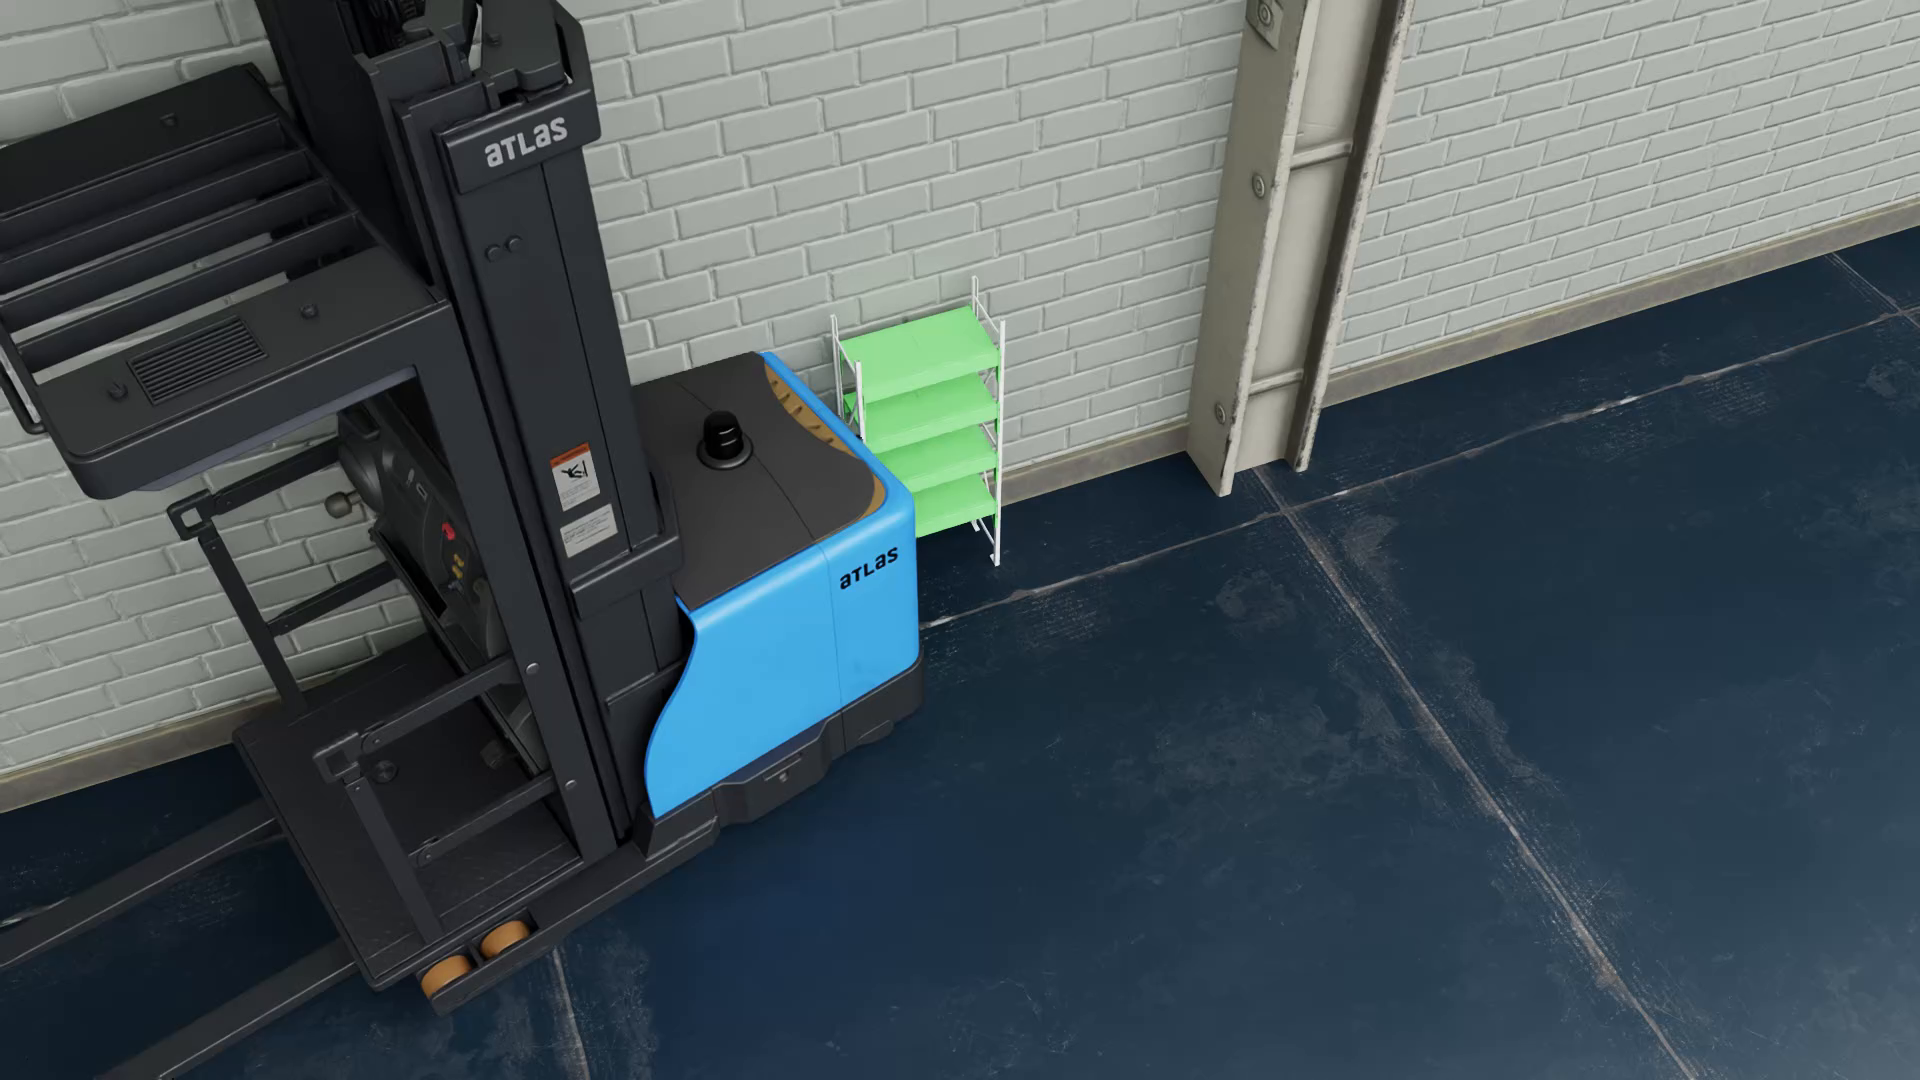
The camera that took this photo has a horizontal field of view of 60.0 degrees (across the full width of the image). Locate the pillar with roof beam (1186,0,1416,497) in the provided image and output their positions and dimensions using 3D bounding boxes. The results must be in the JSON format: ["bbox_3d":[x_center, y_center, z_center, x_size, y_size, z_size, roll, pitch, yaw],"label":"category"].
[{"bbox_3d":[2.747,-0.238,0.523,0.400,9.000,9.100,-17,52,-14],"label":"pillar with roof beam"}]

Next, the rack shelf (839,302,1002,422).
[{"bbox_3d":[-0.135,-0.582,5.410,0.480,0.148,0.258,-18,51,-15],"label":"rack shelf"}]

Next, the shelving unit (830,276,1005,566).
[{"bbox_3d":[-0.134,-0.310,5.724,0.503,1.200,0.258,-18,51,-15],"label":"shelving unit"}]

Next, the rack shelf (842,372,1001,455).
[{"bbox_3d":[-0.134,-0.425,5.591,0.480,0.148,0.258,-18,51,-15],"label":"rack shelf"}]

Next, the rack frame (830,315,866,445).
[{"bbox_3d":[-0.359,-0.238,5.663,0.015,1.200,0.240,-18,51,-15],"label":"rack frame"}]

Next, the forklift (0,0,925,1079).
[{"bbox_3d":[-1.604,0.000,4.318,3.031,2.935,1.130,-30,55,-23],"label":"forklift"}]

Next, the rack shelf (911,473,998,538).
[{"bbox_3d":[-0.133,-0.111,5.954,0.480,0.148,0.258,-18,51,-15],"label":"rack shelf"}]

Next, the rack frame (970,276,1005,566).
[{"bbox_3d":[0.091,-0.381,5.786,0.015,1.200,0.240,-18,51,-15],"label":"rack frame"}]

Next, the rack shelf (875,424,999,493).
[{"bbox_3d":[-0.134,-0.268,5.773,0.480,0.148,0.258,-18,51,-15],"label":"rack shelf"}]
